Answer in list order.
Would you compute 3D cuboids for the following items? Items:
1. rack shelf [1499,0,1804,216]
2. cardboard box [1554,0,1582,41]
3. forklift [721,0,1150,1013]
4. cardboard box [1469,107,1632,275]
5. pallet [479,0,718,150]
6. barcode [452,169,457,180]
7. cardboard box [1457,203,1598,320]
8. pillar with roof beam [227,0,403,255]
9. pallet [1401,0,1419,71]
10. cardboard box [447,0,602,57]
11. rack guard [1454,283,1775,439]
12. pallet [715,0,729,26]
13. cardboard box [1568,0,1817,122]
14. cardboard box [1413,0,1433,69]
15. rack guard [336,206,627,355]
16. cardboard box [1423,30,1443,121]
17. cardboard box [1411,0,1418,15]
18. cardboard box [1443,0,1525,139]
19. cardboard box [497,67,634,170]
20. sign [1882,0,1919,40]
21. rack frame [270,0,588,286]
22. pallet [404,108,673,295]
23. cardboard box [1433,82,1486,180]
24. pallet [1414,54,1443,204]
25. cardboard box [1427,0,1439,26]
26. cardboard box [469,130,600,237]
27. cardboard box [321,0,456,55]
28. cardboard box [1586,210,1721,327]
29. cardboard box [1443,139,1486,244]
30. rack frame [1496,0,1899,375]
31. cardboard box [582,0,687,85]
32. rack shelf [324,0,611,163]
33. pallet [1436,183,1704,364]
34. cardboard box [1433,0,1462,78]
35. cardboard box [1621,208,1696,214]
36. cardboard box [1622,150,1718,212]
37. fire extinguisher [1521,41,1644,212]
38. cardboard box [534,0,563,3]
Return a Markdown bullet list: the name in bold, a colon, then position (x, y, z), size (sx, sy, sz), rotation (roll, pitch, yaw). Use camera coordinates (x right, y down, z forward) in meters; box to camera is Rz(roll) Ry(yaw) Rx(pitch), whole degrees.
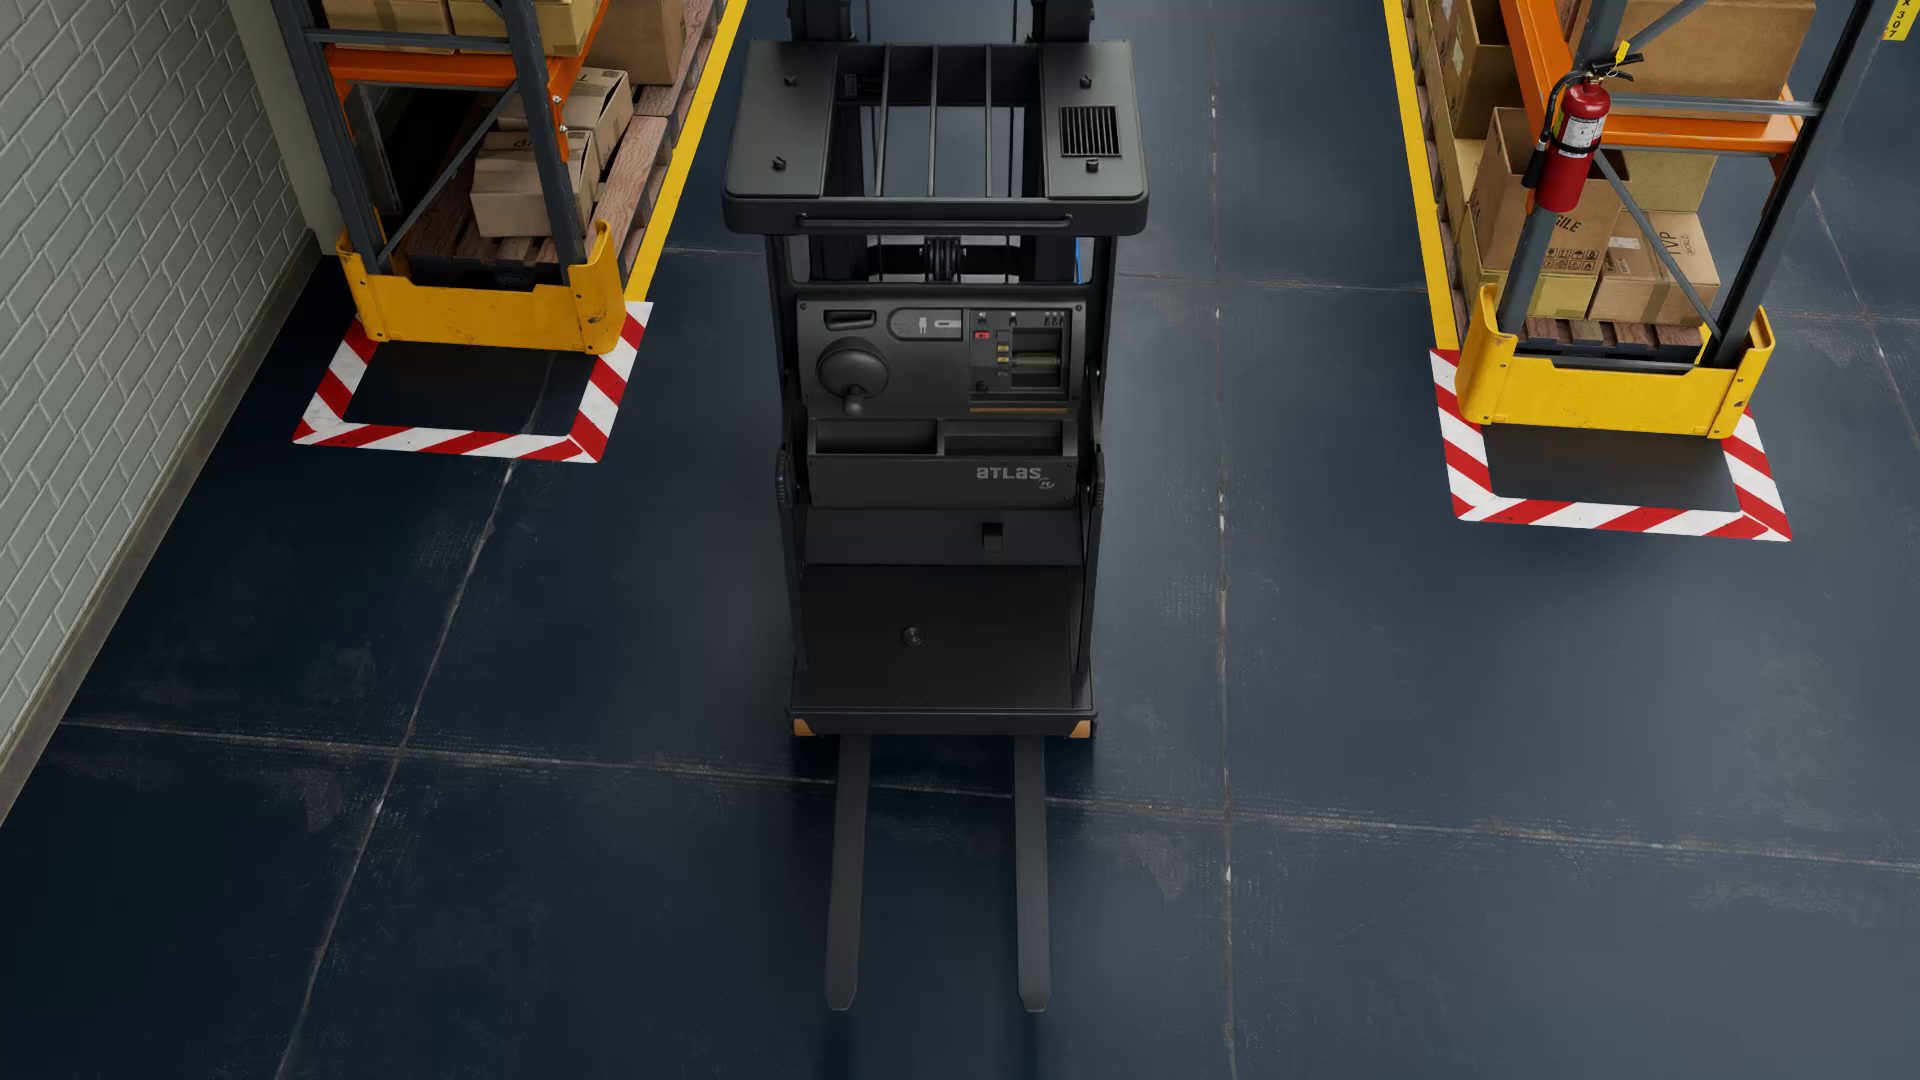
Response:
- **rack shelf**: position (2.967, -2.856, 7.842), size (1.077, 0.370, 4.000), rotation (4, 48, 4)
- **cardboard box**: position (2.883, -2.391, 6.862), size (0.700, 0.500, 0.500), rotation (5, 48, 5)
- **forklift**: position (-0.060, -0.500, 5.247), size (1.130, 2.935, 3.031), rotation (0, 48, 0)
- **cardboard box**: position (2.537, -1.510, 7.195), size (0.500, 0.500, 0.500), rotation (4, 48, 4)
- **pallet**: position (-1.919, -2.563, 8.977), size (1.003, 0.211, 1.213), rotation (4, 48, 4)
- **barcode**: position (-2.393, -1.746, 7.858), size (0.001, 0.075, 0.075), rotation (4, 48, 4)
- **cardboard box**: position (2.539, -1.256, 7.471), size (0.500, 0.250, 0.500), rotation (4, 48, 4)
- **pillar with roof beam**: position (1.341, -4.267, 4.580), size (9.100, 9.000, 0.400), rotation (4, 48, 4)
- **pallet**: position (3.035, -3.045, 9.418), size (1.003, 0.211, 1.213), rotation (4, 48, 4)
- **cardboard box**: position (-1.788, -2.252, 6.891), size (0.500, 0.250, 0.500), rotation (3, 48, 2)
- **rack guard**: position (2.782, -0.767, 7.139), size (1.175, 0.500, 0.348), rotation (4, 48, 4)
- **pallet**: position (-1.810, -3.461, 9.799), size (1.003, 0.211, 1.213), rotation (4, 48, 4)
- **cardboard box**: position (2.840, -2.005, 6.509), size (0.700, 0.500, 0.500), rotation (4, 48, 4)
- **cardboard box**: position (2.704, -2.727, 8.816), size (0.500, 0.250, 0.500), rotation (4, 48, 4)
- **rack guard**: position (-2.142, -1.171, 7.508), size (1.175, 0.500, 0.348), rotation (4, 48, 4)
- **cardboard box**: position (2.664, -2.359, 8.480), size (0.500, 0.250, 0.500), rotation (4, 48, 4)
- **cardboard box**: position (2.754, -3.094, 9.152), size (0.500, 0.250, 0.500), rotation (4, 48, 4)
- **cardboard box**: position (2.614, -2.245, 7.868), size (0.500, 0.500, 0.500), rotation (4, 48, 4)
- **cardboard box**: position (-1.944, -2.121, 8.207), size (0.500, 0.311, 0.500), rotation (7, 48, 7)
- **sign**: position (3.337, -1.906, 5.846), size (0.100, 0.325, 0.005), rotation (4, 48, 4)
- **rack frame**: position (-2.149, -1.959, 6.535), size (1.000, 3.000, 0.127), rotation (4, 48, 4)
- **pallet**: position (-2.033, -1.668, 8.159), size (1.003, 0.211, 1.213), rotation (4, 48, 4)
- **cardboard box**: position (2.617, -1.992, 8.144), size (0.500, 0.250, 0.500), rotation (4, 48, 4)
- **pallet**: position (2.926, -2.146, 8.596), size (1.003, 0.211, 1.213), rotation (4, 48, 4)
- **cardboard box**: position (2.704, -2.980, 8.540), size (0.500, 0.500, 0.500), rotation (4, 48, 4)
- **cardboard box**: position (-1.996, -1.703, 7.824), size (0.500, 0.311, 0.500), rotation (-1, 48, -1)
- **cardboard box**: position (-2.299, -2.272, 6.909), size (0.500, 0.250, 0.500), rotation (4, 48, 4)
- **cardboard box**: position (3.055, -1.222, 7.439), size (0.500, 0.250, 0.500), rotation (4, 48, 4)
- **cardboard box**: position (2.573, -1.625, 7.808), size (0.500, 0.250, 0.500), rotation (4, 48, 4)
- **rack frame**: position (2.785, -1.629, 6.233), size (1.000, 3.000, 0.127), rotation (4, 48, 4)
- **cardboard box**: position (-1.828, -2.721, 8.628), size (0.700, 0.500, 0.500), rotation (1, 48, 1)
- **rack shelf**: position (-1.967, -3.186, 8.145), size (1.077, 0.370, 4.000), rotation (4, 48, 4)
- **pallet**: position (2.813, -1.252, 7.778), size (1.003, 0.211, 1.213), rotation (4, 48, 4)
- **cardboard box**: position (2.661, -2.613, 8.203), size (0.500, 0.500, 0.500), rotation (4, 48, 4)
- **cardboard box**: position (3.097, -1.589, 7.776), size (0.500, 0.250, 0.500), rotation (4, 48, 4)
- **cardboard box**: position (3.099, -1.842, 7.499), size (0.500, 0.500, 0.500), rotation (4, 48, 4)
- **fire extinguisher**: position (2.311, -1.547, 6.211), size (0.296, 0.674, 0.183), rotation (4, 48, 4)
- **cardboard box**: position (-1.806, -2.499, 6.609), size (0.500, 0.500, 0.500), rotation (4, 48, 4)
